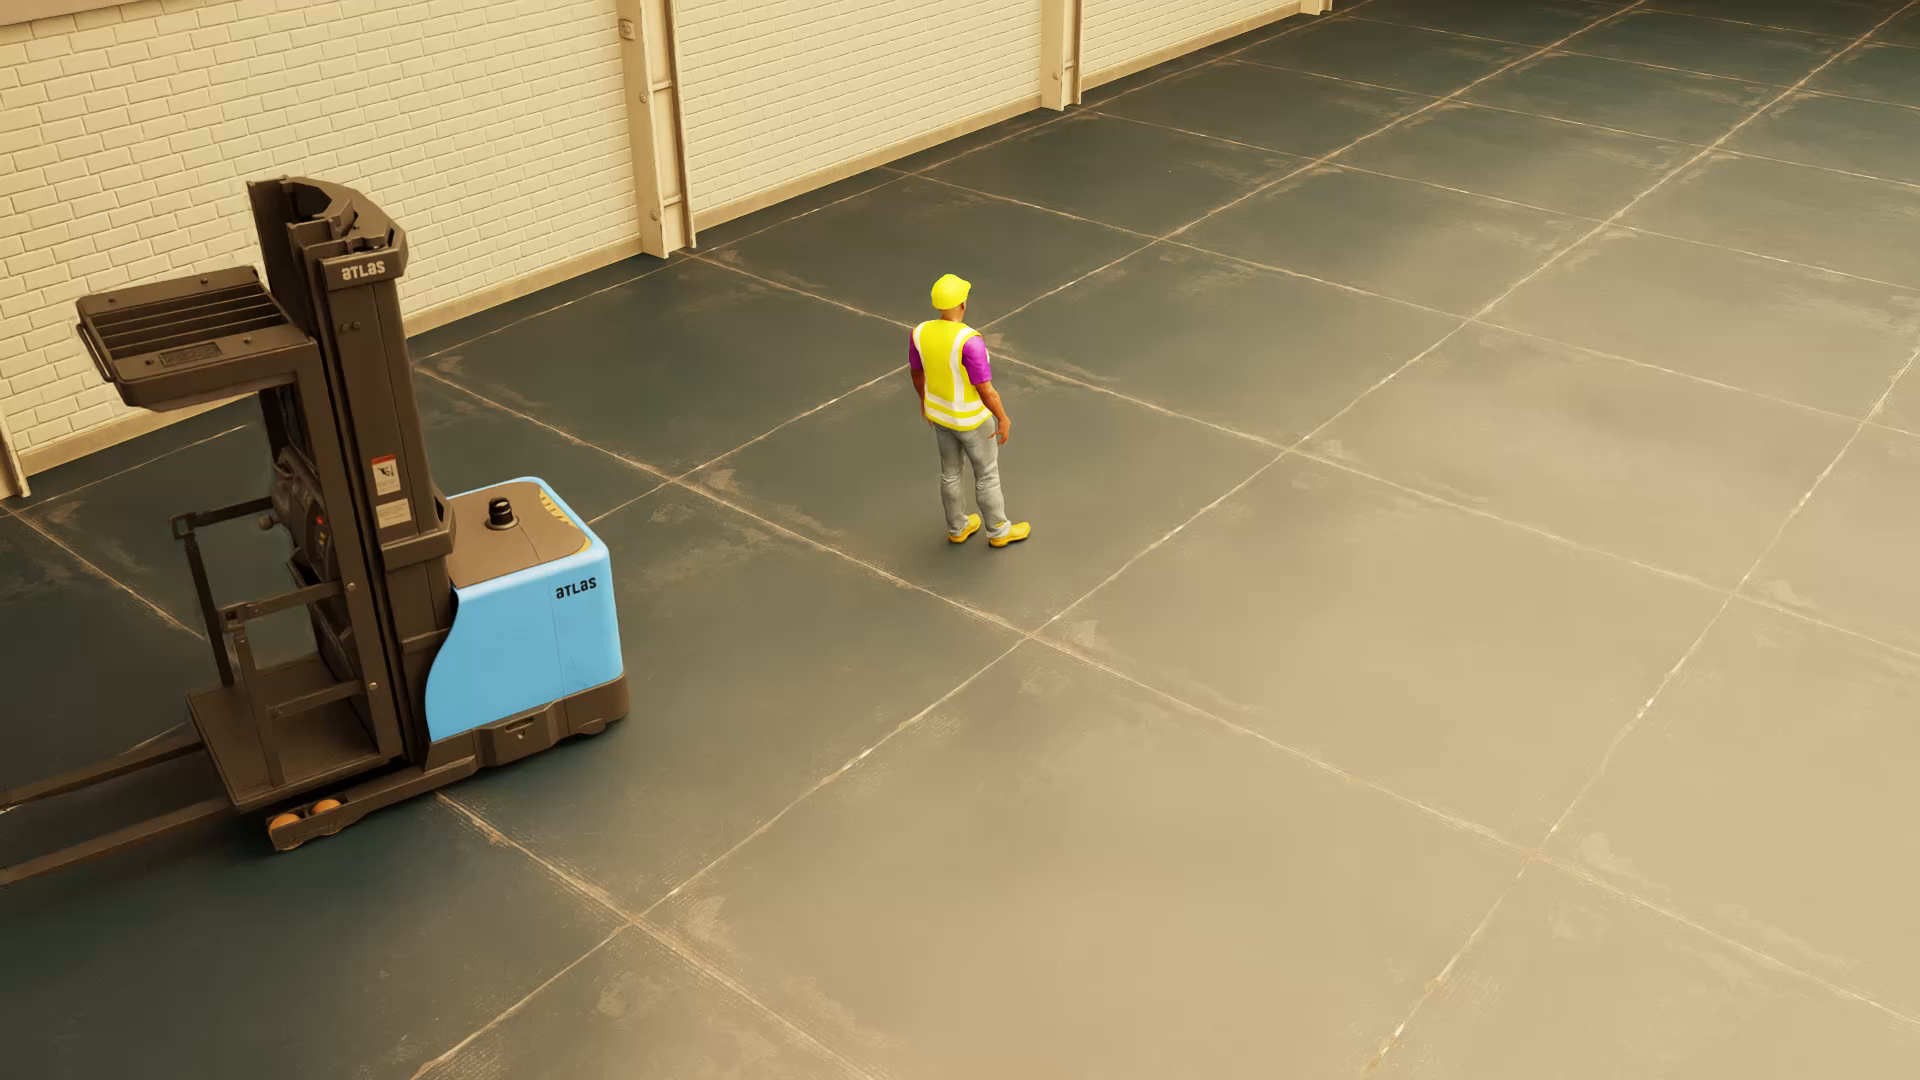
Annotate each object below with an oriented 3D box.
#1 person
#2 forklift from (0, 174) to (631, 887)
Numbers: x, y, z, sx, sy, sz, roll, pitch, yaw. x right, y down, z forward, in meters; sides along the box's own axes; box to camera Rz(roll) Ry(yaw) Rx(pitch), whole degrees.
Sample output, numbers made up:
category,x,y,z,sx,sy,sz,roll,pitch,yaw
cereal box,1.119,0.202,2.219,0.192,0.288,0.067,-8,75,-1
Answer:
category,x,y,z,sx,sy,sz,roll,pitch,yaw
person,0.049,-0.792,10.096,0.665,1.761,0.575,22,37,33
forklift,-3.259,-0.088,7.746,3.031,2.935,1.130,-19,35,-29
